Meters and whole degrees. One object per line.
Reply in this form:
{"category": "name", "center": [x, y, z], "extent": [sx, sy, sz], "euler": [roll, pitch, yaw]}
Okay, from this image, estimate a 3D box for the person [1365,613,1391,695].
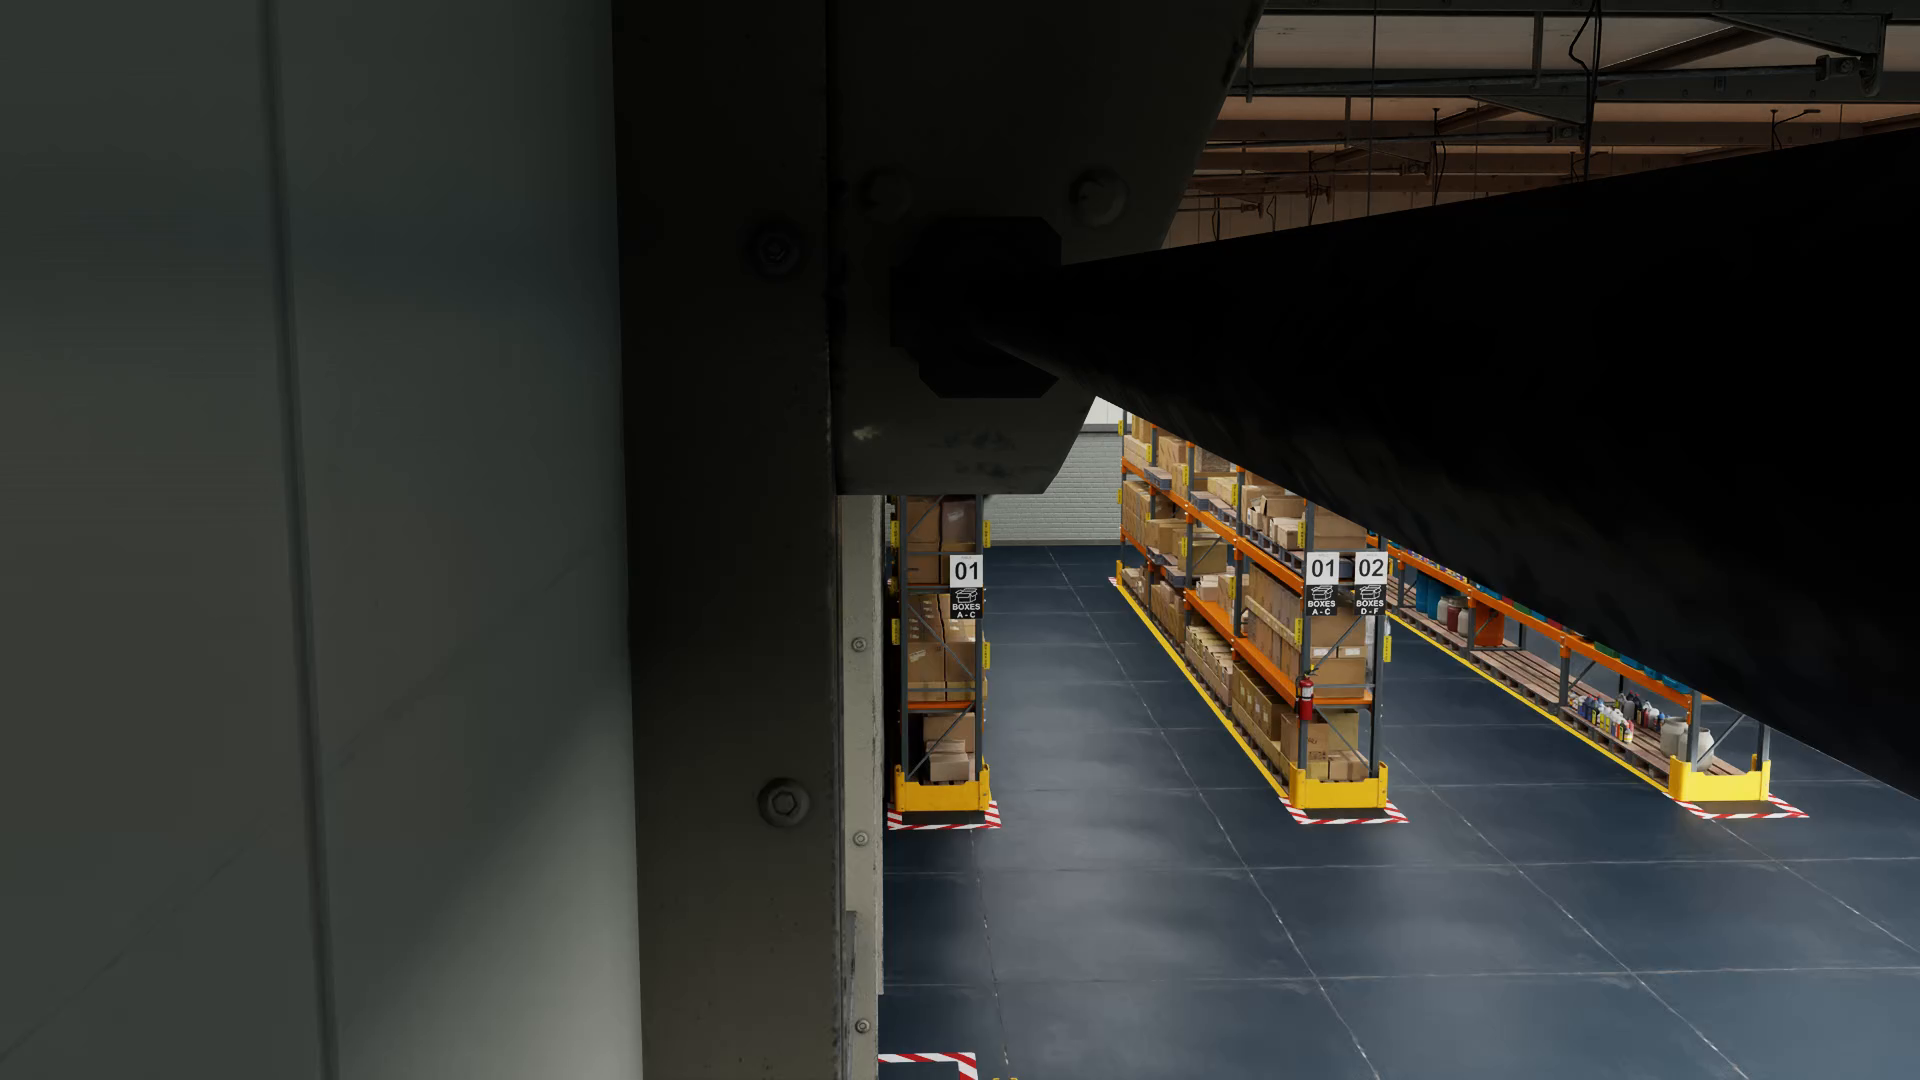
{"category": "person", "center": [6.542, 1.646, 26.321], "extent": [0.604, 1.668, 0.567], "euler": [-1, 9, -10]}
